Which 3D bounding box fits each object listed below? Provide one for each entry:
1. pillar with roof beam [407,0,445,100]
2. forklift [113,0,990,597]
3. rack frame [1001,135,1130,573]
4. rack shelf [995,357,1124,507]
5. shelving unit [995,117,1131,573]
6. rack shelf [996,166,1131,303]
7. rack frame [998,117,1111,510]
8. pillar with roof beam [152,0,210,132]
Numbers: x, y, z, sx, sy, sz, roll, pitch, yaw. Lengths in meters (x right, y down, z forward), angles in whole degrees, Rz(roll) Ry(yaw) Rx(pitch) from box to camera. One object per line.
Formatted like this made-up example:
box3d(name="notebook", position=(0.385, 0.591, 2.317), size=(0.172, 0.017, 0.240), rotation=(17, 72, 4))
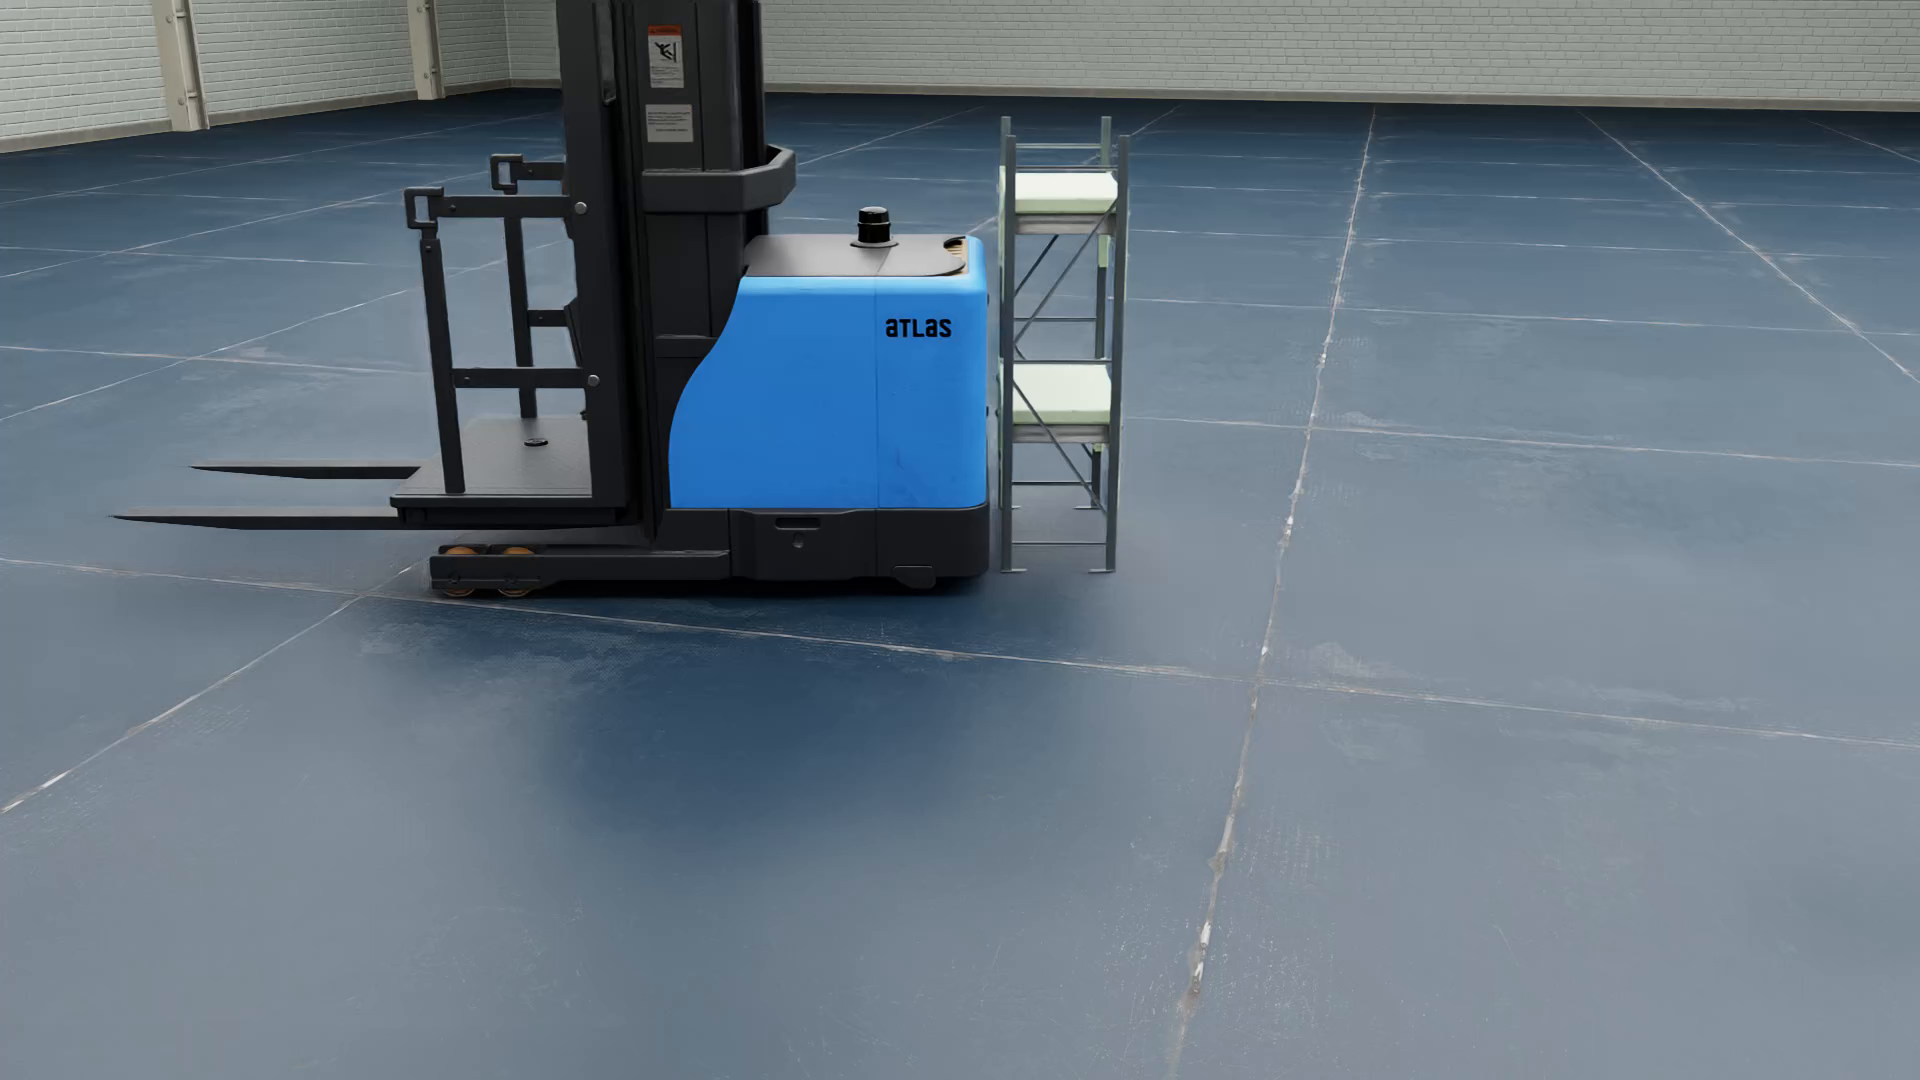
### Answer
box3d(name="pillar with roof beam", position=(-4.658, -11.287, 25.312), size=(9.100, 9.000, 0.400), rotation=(5, 19, 13))
box3d(name="forklift", position=(-1.413, -1.364, 5.648), size=(3.031, 2.935, 1.130), rotation=(0, 19, 0))
box3d(name="rack frame", position=(0.347, -0.596, 5.613), size=(0.400, 1.500, 0.023), rotation=(0, 19, 0))
box3d(name="rack shelf", position=(0.348, -0.406, 6.065), size=(0.431, 0.370, 0.720), rotation=(0, 19, 0))
box3d(name="shelving unit", position=(0.348, -0.715, 5.960), size=(0.431, 1.500, 0.755), rotation=(0, 19, 0))
box3d(name="rack shelf", position=(0.348, -1.084, 5.833), size=(0.431, 0.370, 0.720), rotation=(0, 19, 0))
box3d(name="rack frame", position=(0.350, -0.833, 6.306), size=(0.400, 1.500, 0.023), rotation=(0, 19, 0))
box3d(name="pillar with roof beam", position=(-6.124, -9.407, 19.806), size=(9.100, 9.000, 0.400), rotation=(5, 19, 13))
